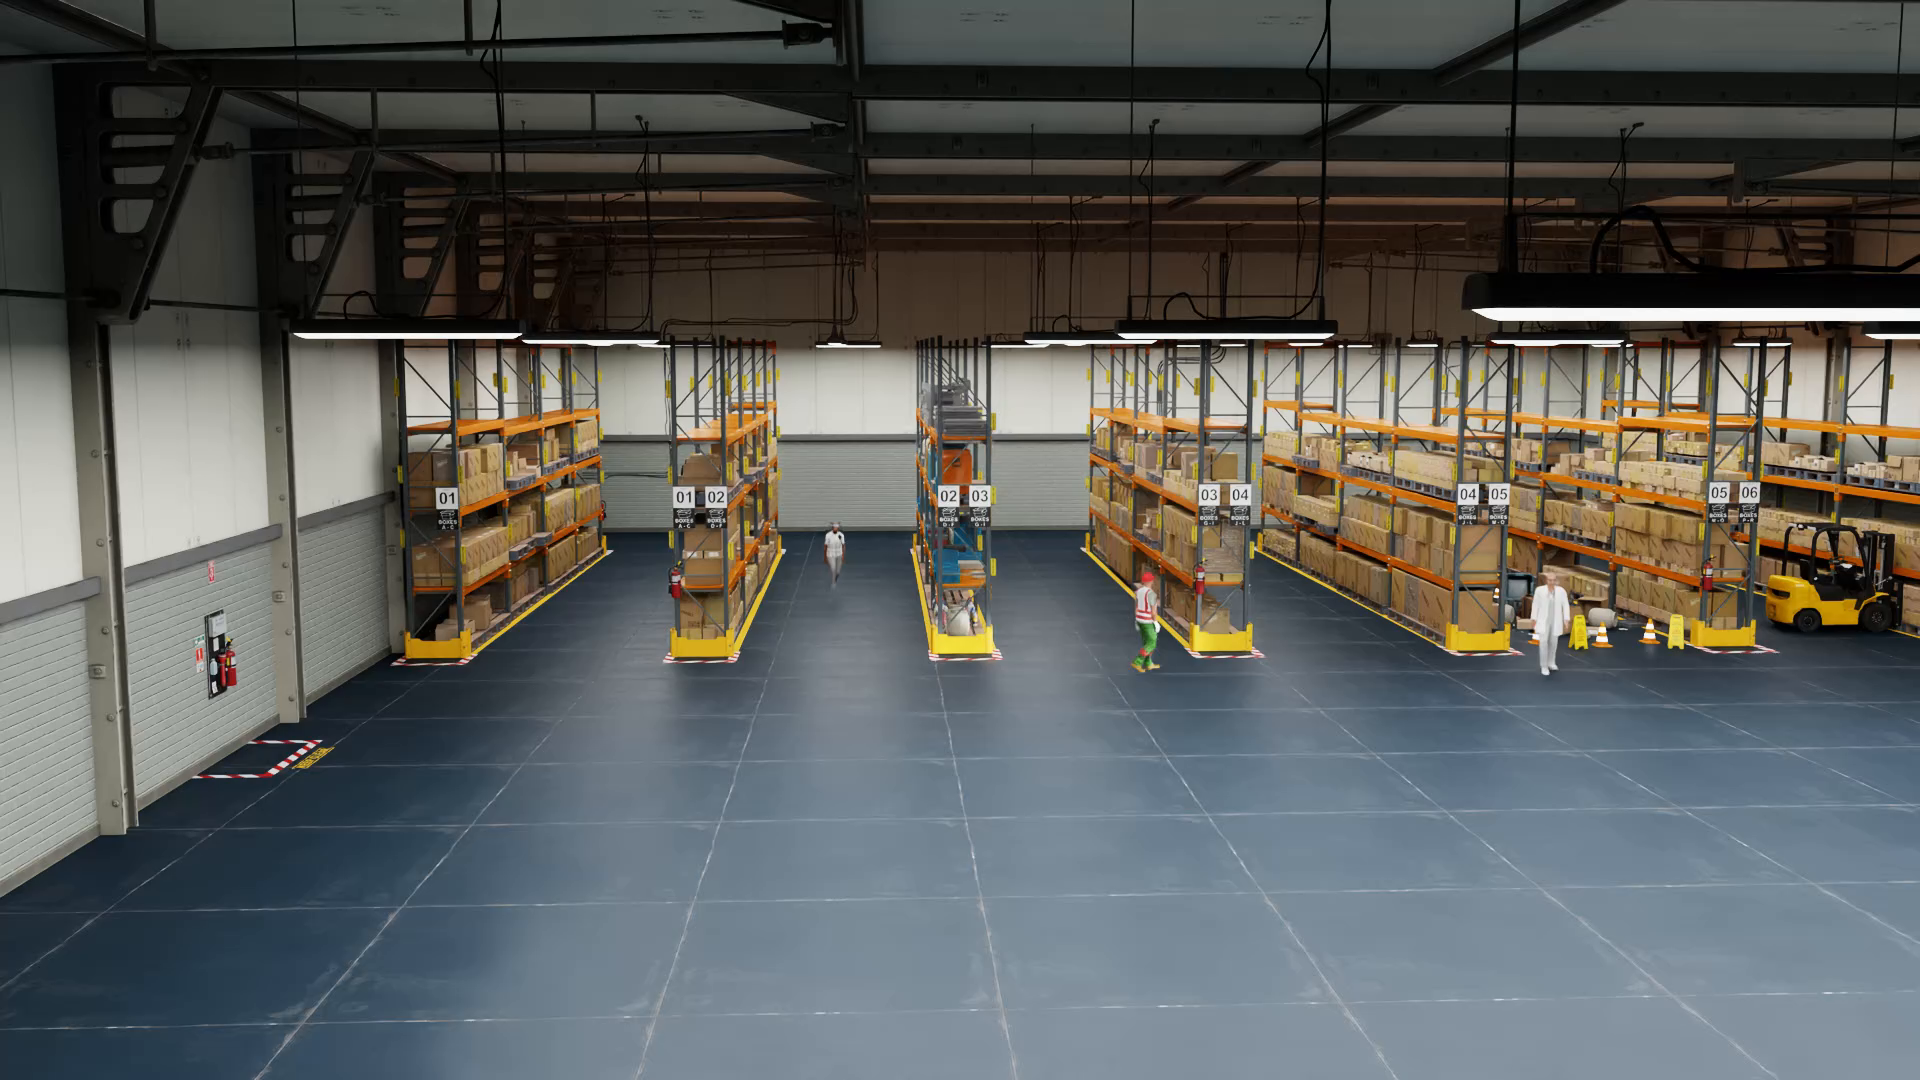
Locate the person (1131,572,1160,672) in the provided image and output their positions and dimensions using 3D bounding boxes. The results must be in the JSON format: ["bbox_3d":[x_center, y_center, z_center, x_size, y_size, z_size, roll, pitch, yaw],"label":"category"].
[{"bbox_3d":[3.330,1.472,29.724,0.759,1.787,0.576,-4,7,-29],"label":"person"}]

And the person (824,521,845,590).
[{"bbox_3d":[-2.880,0.338,38.241,0.505,1.543,0.987,-3,7,-24],"label":"person"}]

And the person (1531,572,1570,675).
[{"bbox_3d":[10.547,1.488,29.709,0.651,1.827,0.658,1,7,13],"label":"person"}]
